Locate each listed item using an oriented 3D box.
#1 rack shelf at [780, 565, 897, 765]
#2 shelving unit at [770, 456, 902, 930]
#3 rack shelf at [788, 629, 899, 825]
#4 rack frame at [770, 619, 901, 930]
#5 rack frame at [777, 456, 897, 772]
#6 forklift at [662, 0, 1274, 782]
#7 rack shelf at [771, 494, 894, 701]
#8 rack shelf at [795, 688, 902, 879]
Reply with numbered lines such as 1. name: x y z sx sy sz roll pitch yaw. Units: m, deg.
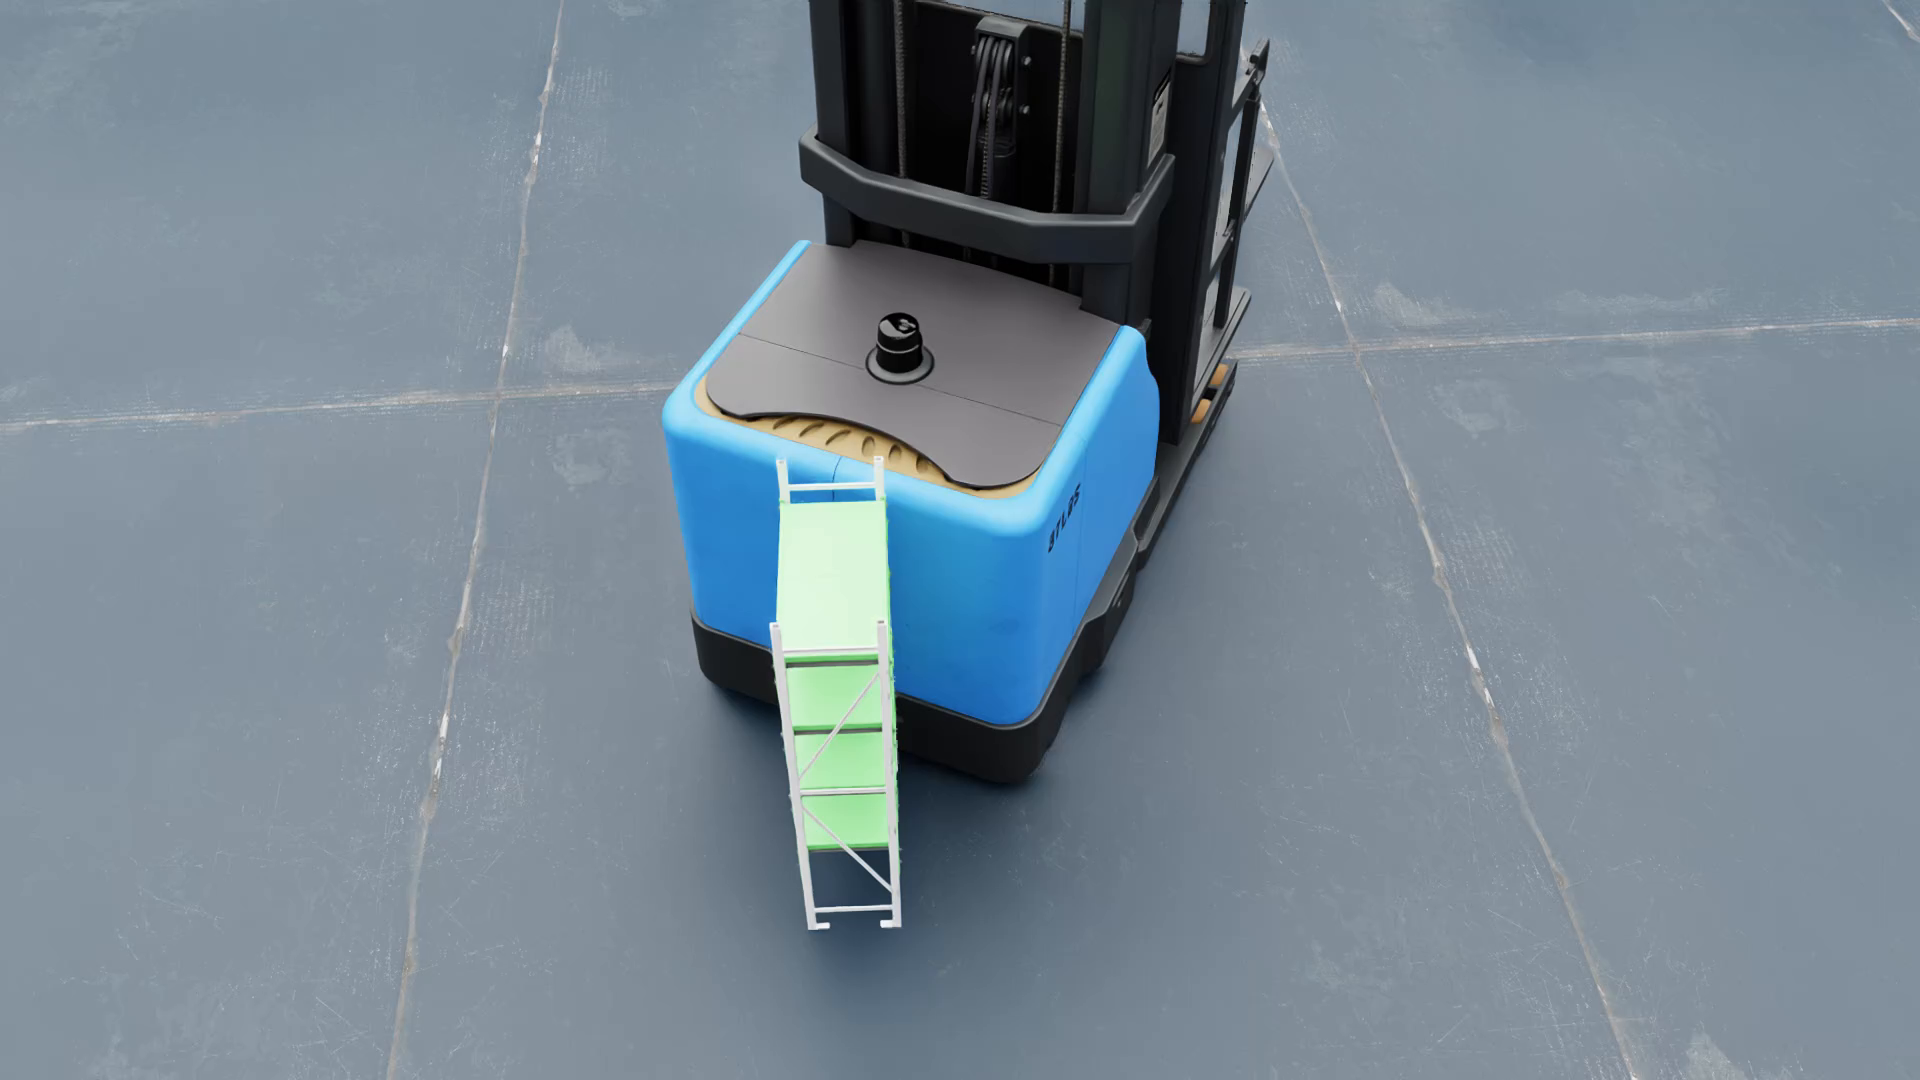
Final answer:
1. rack shelf: -0.284 0.288 3.909 0.258 0.148 0.480 -2 47 -2
2. shelving unit: -0.284 0.409 4.036 0.258 1.200 0.503 -2 47 -2
3. rack shelf: -0.284 0.453 4.083 0.258 0.148 0.480 -2 47 -2
4. rack frame: -0.272 0.586 3.869 0.240 1.200 0.015 -2 47 -2
5. rack frame: -0.295 0.232 4.204 0.240 1.200 0.015 -2 47 -2
6. forklift: 0.292 -1.434 4.589 1.130 2.935 3.031 17 49 16
7. rack shelf: -0.284 0.123 3.734 0.258 0.148 0.480 -2 47 -2
8. rack shelf: -0.284 0.618 4.257 0.258 0.148 0.480 -2 47 -2
